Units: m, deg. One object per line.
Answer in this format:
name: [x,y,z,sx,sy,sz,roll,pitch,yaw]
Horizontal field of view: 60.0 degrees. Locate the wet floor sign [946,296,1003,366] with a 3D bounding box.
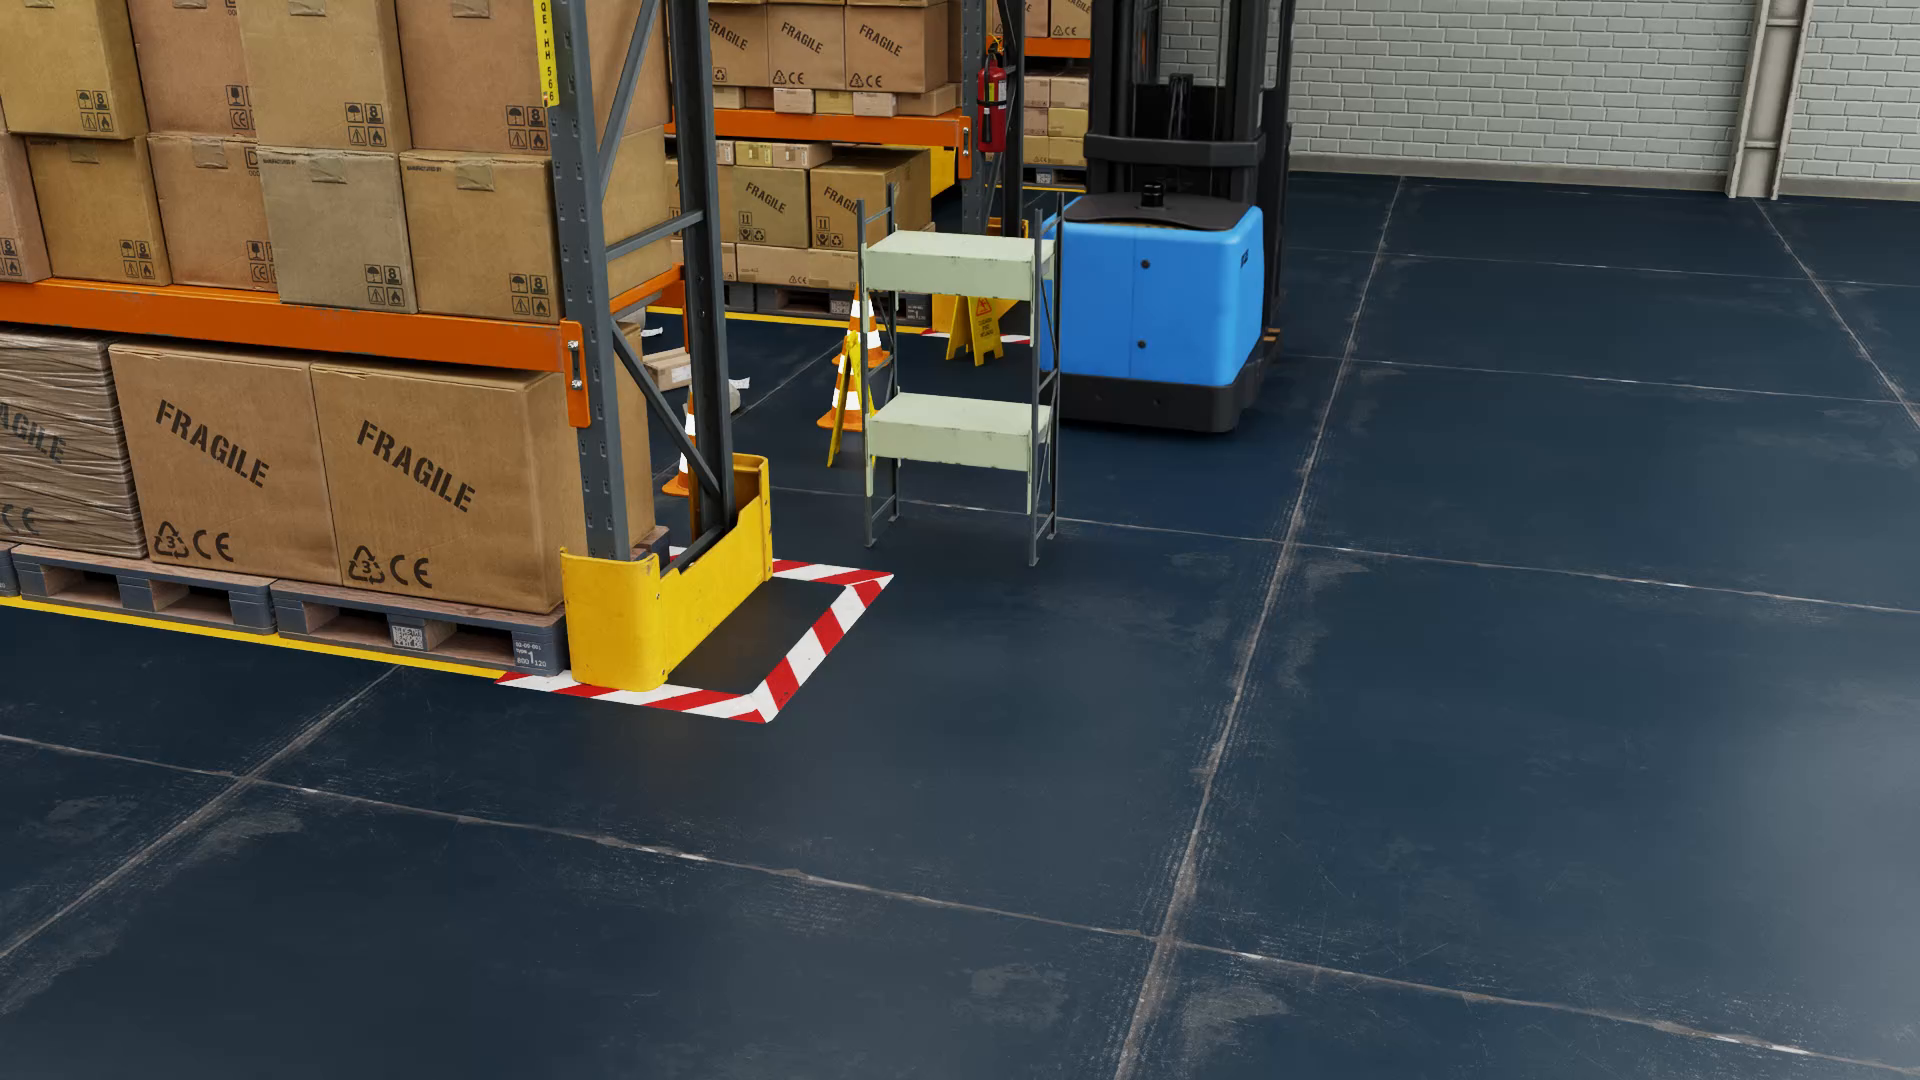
wet floor sign: [0.087,-1.382,9.790,0.232,0.644,0.267,16,27,34]

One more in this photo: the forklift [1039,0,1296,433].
forklift: [1.319,-2.429,9.330,1.130,2.935,3.031,7,23,16]

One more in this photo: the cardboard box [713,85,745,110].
cardboard box: [-1.450,-2.843,10.579,0.250,0.149,0.380,6,23,15]

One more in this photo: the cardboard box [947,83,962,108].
cardboard box: [-0.051,-2.877,10.663,0.250,0.149,0.380,7,23,16]

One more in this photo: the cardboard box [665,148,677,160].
cardboard box: [-2.116,-2.314,11.041,0.500,0.500,0.500,8,24,18]

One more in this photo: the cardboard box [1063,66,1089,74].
cardboard box: [1.239,-4.191,15.287,0.500,0.250,0.500,6,23,15]

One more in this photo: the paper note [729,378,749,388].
paper note: [-1.265,-0.888,9.394,0.142,0.019,0.148,-1,22,-3]

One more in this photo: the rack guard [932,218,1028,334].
rack guard: [0.142,-1.733,10.836,0.348,0.500,1.175,7,23,16]

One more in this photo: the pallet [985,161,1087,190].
pallet: [0.901,-3.464,15.435,1.213,0.211,1.003,7,23,16]

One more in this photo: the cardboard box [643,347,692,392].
cardboard box: [-1.623,-0.972,9.443,0.380,0.149,0.250,-20,29,-39]

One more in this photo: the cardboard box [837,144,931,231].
cardboard box: [-0.501,-2.342,11.108,0.500,0.500,0.500,6,23,14]

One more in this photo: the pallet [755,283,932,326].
pallet: [-0.626,-1.701,11.139,1.213,0.211,1.003,7,23,16]

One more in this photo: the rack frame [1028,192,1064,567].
rack frame: [0.357,-0.653,6.886,0.023,1.500,0.400,7,23,16]

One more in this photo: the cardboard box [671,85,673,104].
cardboard box: [-1.935,-2.891,10.697,0.250,0.149,0.380,6,23,15]

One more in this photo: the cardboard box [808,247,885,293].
cardboard box: [-0.660,-1.797,10.768,0.500,0.250,0.500,6,23,15]

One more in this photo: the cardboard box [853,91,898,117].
cardboard box: [-0.480,-2.716,10.269,0.250,0.149,0.380,6,23,15]

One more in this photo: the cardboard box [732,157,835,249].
cardboard box: [-1.128,-2.199,10.761,0.500,0.500,0.500,7,23,17]

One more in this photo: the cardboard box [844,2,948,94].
cardboard box: [-0.385,-3.024,10.167,0.500,0.500,0.500,6,23,15]

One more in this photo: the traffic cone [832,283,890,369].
traffic cone: [-0.570,-1.286,9.795,0.334,0.463,0.336,7,23,16]

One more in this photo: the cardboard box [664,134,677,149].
cardboard box: [-1.995,-2.511,11.520,0.500,0.500,0.500,8,24,18]

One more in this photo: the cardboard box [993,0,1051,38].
cardboard box: [0.604,-4.750,14.766,0.500,0.500,0.500,7,23,17]

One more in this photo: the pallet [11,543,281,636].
pallet: [-3.071,0.025,6.931,1.213,0.211,1.003,7,23,15]

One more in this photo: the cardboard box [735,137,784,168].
cardboard box: [-1.238,-2.488,10.610,0.250,0.149,0.380,7,23,16]

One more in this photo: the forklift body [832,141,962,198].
forklift body: [-0.698,-3.837,13.791,1.214,2.155,2.313,7,23,16]

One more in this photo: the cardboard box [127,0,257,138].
cardboard box: [-2.513,-1.833,6.165,0.550,0.550,0.875,7,23,16]

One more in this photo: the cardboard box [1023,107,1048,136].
cardboard box: [0.611,-3.837,15.083,0.500,0.250,0.500,6,23,15]

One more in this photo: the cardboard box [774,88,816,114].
cardboard box: [-0.974,-2.769,10.399,0.250,0.149,0.380,7,23,16]

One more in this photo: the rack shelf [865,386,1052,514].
rack shelf: [0.006,-0.392,7.107,0.720,0.370,0.431,7,23,16]

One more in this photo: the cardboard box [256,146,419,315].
cardboard box: [-2.020,-1.218,6.088,0.550,0.550,0.875,7,23,16]

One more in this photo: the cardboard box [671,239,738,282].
cardboard box: [-1.633,-1.909,11.042,0.500,0.250,0.500,6,23,14]

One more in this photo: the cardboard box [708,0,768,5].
cardboard box: [-1.338,-3.581,10.206,0.500,0.500,0.700,6,23,15]

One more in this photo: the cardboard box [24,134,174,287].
cardboard box: [-3.039,-1.368,6.454,0.500,0.550,0.875,7,23,16]

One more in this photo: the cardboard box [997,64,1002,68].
cardboard box: [0.284,-4.303,15.561,0.500,0.250,0.500,6,23,15]

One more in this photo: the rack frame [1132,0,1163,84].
rack frame: [1.645,-4.685,14.739,0.127,3.000,1.000,7,23,16]

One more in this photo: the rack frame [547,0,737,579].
rack frame: [-1.119,-1.072,5.930,0.127,3.000,1.000,7,23,16]

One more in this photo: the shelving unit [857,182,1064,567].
shelving unit: [0.006,-0.693,6.984,0.755,1.500,0.431,7,23,16]

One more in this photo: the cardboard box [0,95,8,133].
cardboard box: [-3.567,-1.899,6.326,0.550,0.550,0.875,7,23,16]

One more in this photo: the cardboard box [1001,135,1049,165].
cardboard box: [0.630,-3.602,15.168,0.500,0.250,0.500,7,23,15]

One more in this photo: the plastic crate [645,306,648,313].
plastic crate: [-2.349,-1.499,10.819,0.583,0.080,0.402,-1,22,-3]

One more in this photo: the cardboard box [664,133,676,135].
cardboard box: [-2.687,-4.272,16.308,0.625,0.625,0.875,8,24,18]

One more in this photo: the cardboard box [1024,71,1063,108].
cardboard box: [0.623,-4.061,14.969,0.500,0.250,0.500,7,23,16]

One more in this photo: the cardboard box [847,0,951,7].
cardboard box: [-0.338,-3.504,10.019,0.500,0.500,0.700,6,23,14]

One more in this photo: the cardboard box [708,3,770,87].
cardboard box: [-1.341,-3.137,10.442,0.500,0.500,0.500,6,23,15]

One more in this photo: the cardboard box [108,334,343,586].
cardboard box: [-2.630,-0.429,6.609,0.875,0.875,0.875,6,23,15]

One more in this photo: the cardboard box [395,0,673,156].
cardboard box: [-1.463,-1.695,5.830,0.550,0.550,0.875,7,23,16]

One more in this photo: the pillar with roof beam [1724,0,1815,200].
pillar with roof beam: [5.739,-5.643,9.168,0.400,9.000,9.100,7,23,16]

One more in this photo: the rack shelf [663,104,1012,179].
rack shelf: [-1.700,-2.768,11.012,4.000,0.370,1.077,7,23,16]

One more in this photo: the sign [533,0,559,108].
sign: [-1.289,-1.521,5.188,0.005,0.325,0.100,7,23,16]
